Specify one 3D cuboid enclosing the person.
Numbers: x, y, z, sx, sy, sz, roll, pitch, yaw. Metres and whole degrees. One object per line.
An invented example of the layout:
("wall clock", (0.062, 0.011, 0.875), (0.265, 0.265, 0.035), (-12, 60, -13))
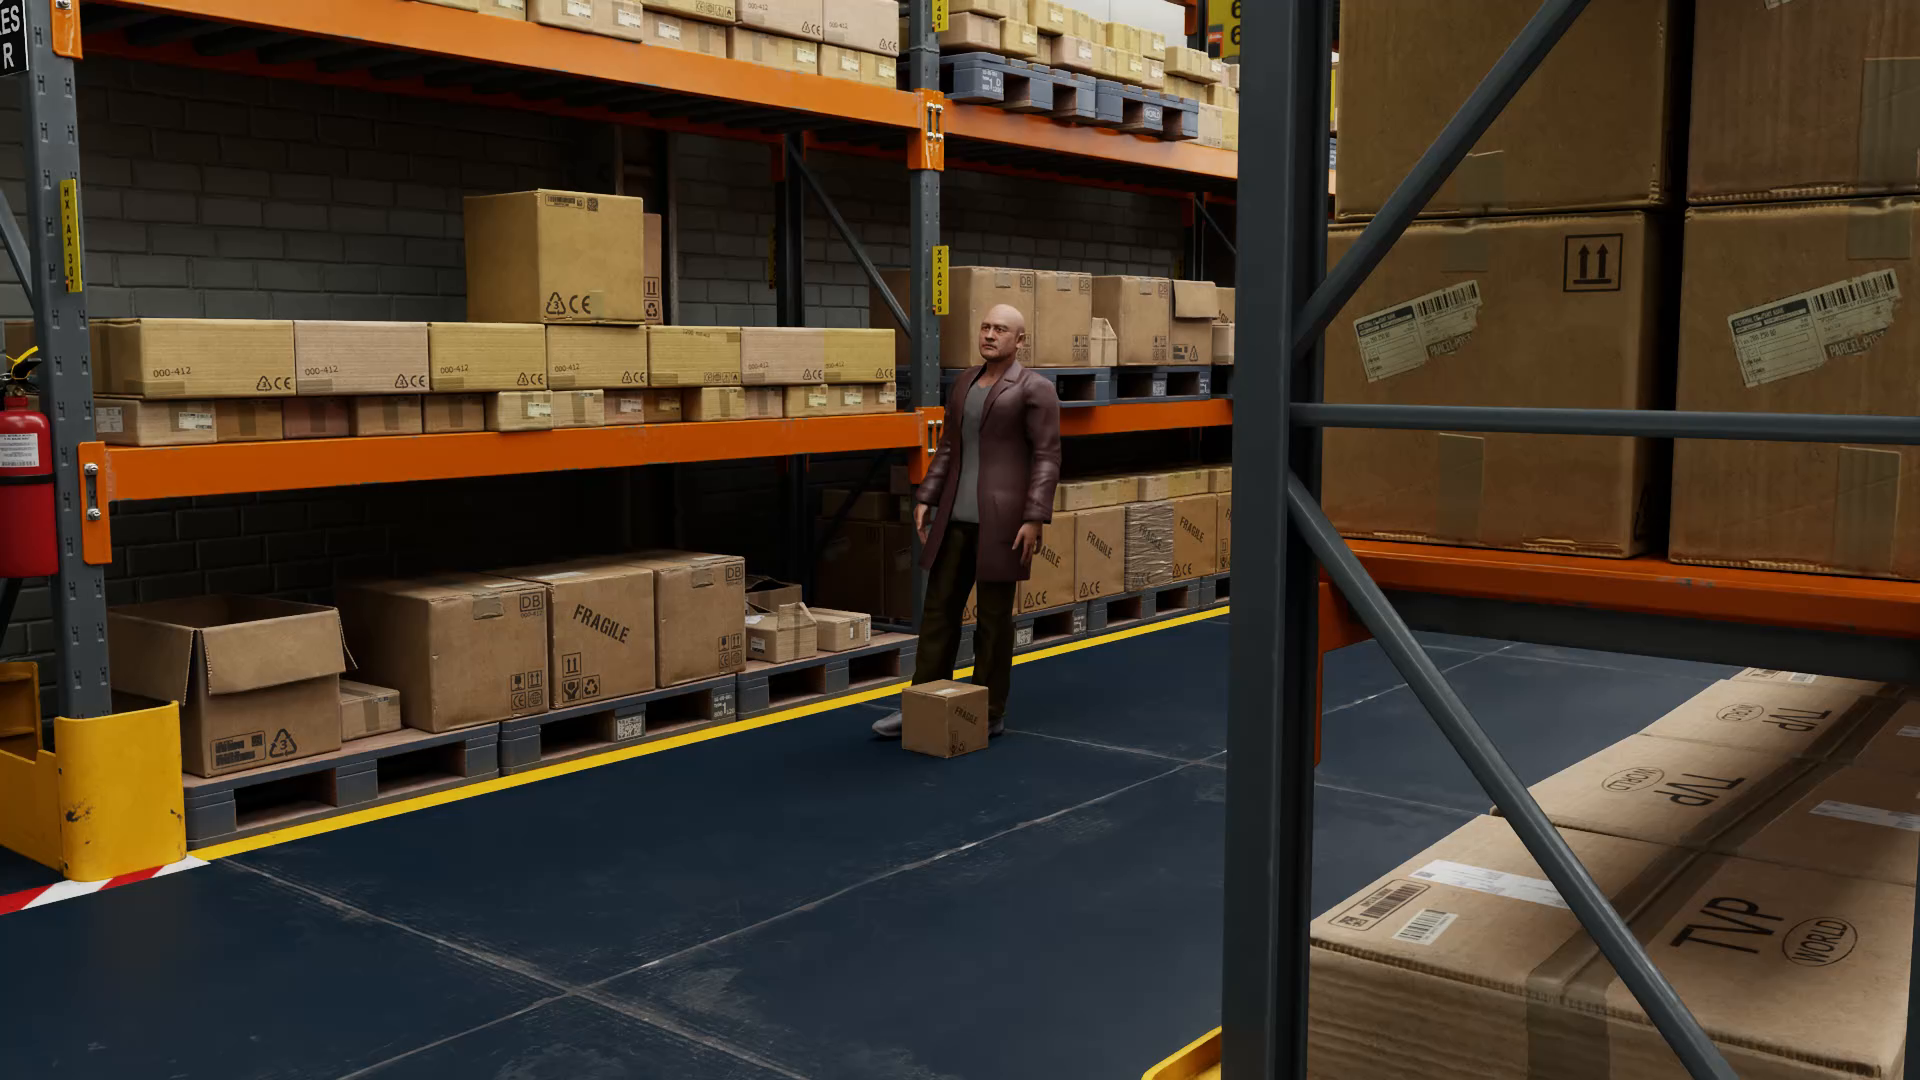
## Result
("person", (0.042, -0.066, 6.784), (0.698, 1.780, 0.579), (5, 8, 39))
